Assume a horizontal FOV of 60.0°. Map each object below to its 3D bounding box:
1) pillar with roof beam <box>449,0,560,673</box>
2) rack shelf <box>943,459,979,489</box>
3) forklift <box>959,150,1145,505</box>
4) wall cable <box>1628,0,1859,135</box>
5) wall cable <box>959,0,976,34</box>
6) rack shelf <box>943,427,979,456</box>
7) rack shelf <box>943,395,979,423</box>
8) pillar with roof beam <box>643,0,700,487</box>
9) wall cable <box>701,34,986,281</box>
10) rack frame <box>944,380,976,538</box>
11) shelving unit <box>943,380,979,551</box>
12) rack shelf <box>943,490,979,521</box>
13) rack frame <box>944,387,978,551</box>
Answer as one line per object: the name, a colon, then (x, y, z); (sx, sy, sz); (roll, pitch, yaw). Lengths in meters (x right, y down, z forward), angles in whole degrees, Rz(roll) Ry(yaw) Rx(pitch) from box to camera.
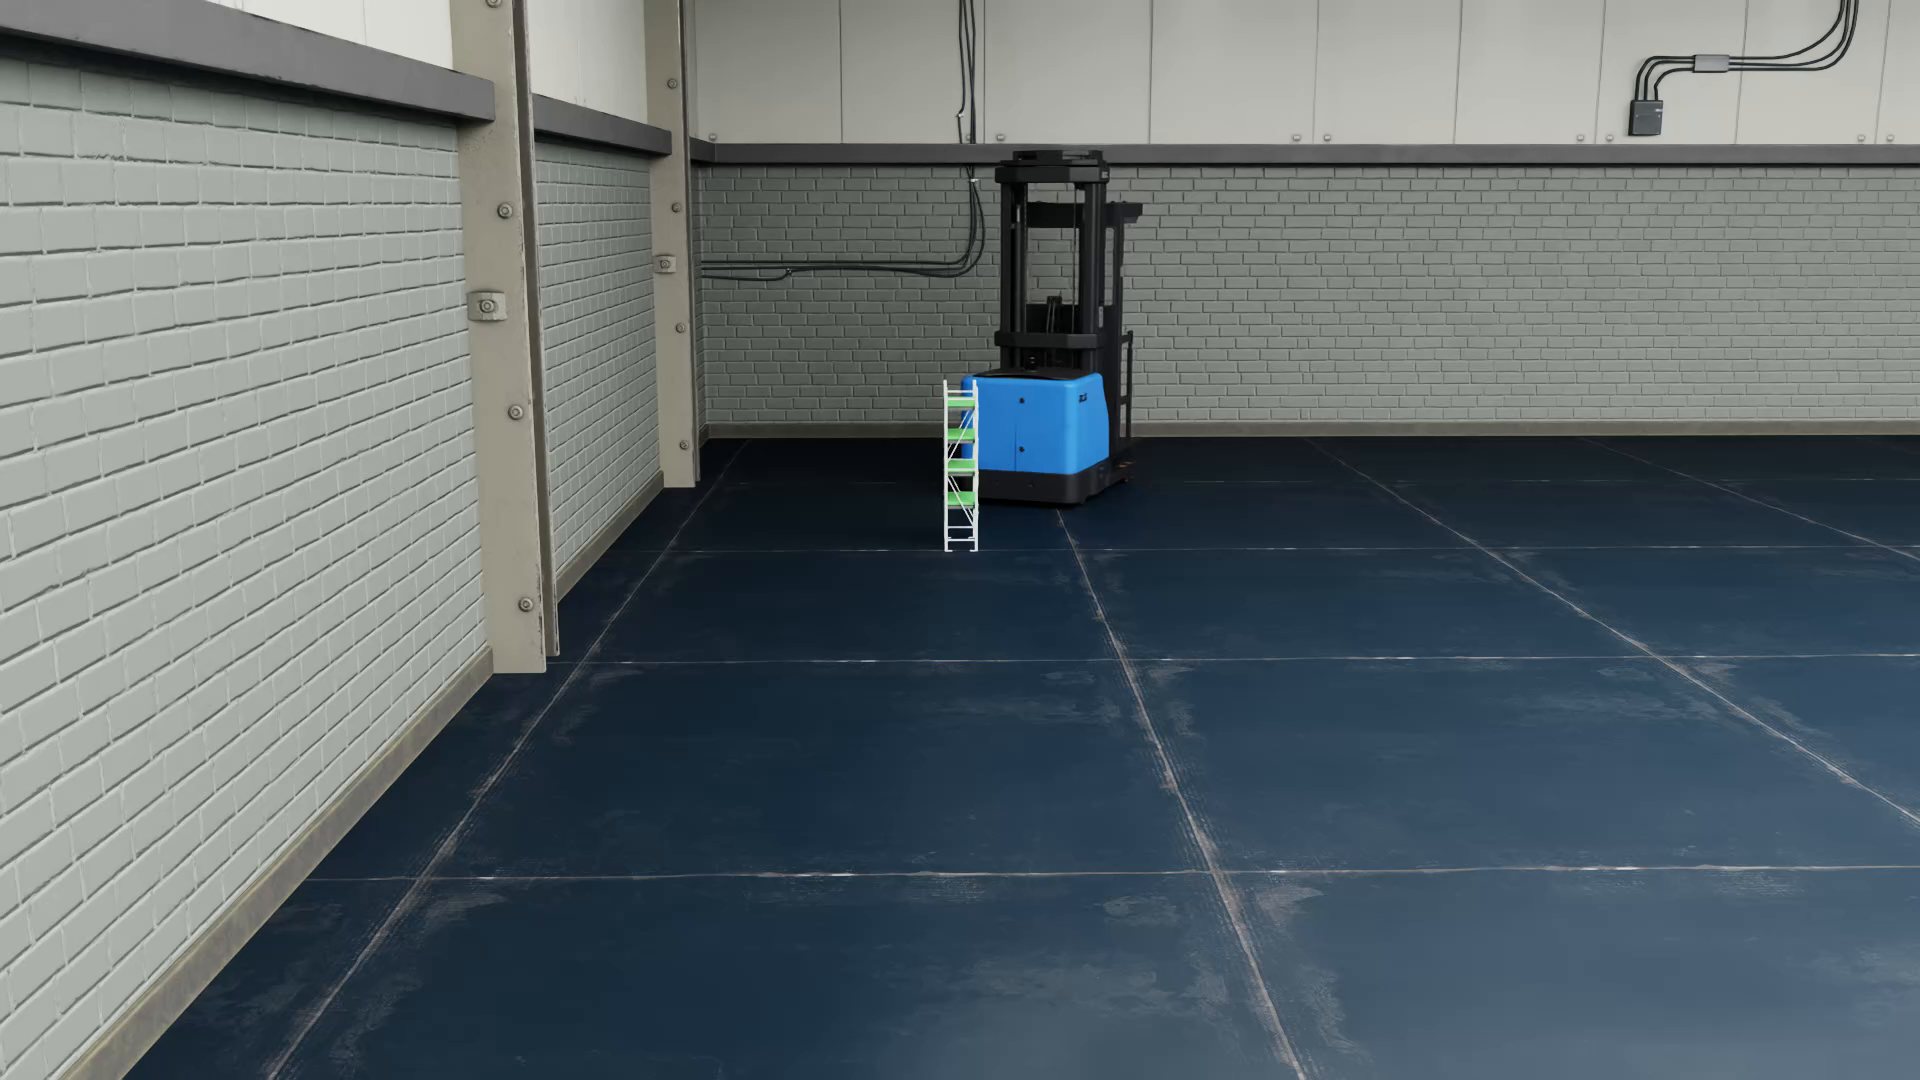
pillar with roof beam: (1.892, -3.747, 8.394); (9.100, 9.000, 0.400); (0, 11, -1)
rack shelf: (0.003, -0.493, 12.290); (0.258, 0.148, 0.480); (0, 11, -1)
forklift: (0.986, -1.980, 14.946); (1.130, 2.935, 3.031); (4, 12, 20)
wall cable: (8.217, -7.215, 16.938); (2.305, 6.003, 0.169); (0, 11, -1)
wall cable: (1.430, -6.477, 16.960); (3.097, 2.526, 0.112); (0, 11, -1)
rack shelf: (0.003, -0.728, 12.243); (0.258, 0.148, 0.480); (0, 11, -1)
rack shelf: (0.003, -0.963, 12.195); (0.258, 0.148, 0.480); (0, 11, -1)
pillar with roof beam: (1.768, -4.939, 14.273); (9.100, 9.000, 0.400); (0, 11, -1)
wall cable: (-1.275, -3.991, 17.408); (3.097, 2.526, 0.112); (0, 11, -1)
rack frame: (-0.002, -0.604, 12.517); (0.240, 1.200, 0.015); (0, 11, -1)
shelving unit: (0.003, -0.555, 12.278); (0.258, 1.200, 0.503); (0, 11, -1)
rack shelf: (0.003, -0.257, 12.338); (0.258, 0.148, 0.480); (0, 11, -1)
rack frame: (0.008, -0.507, 12.039); (0.240, 1.200, 0.015); (0, 11, -1)
